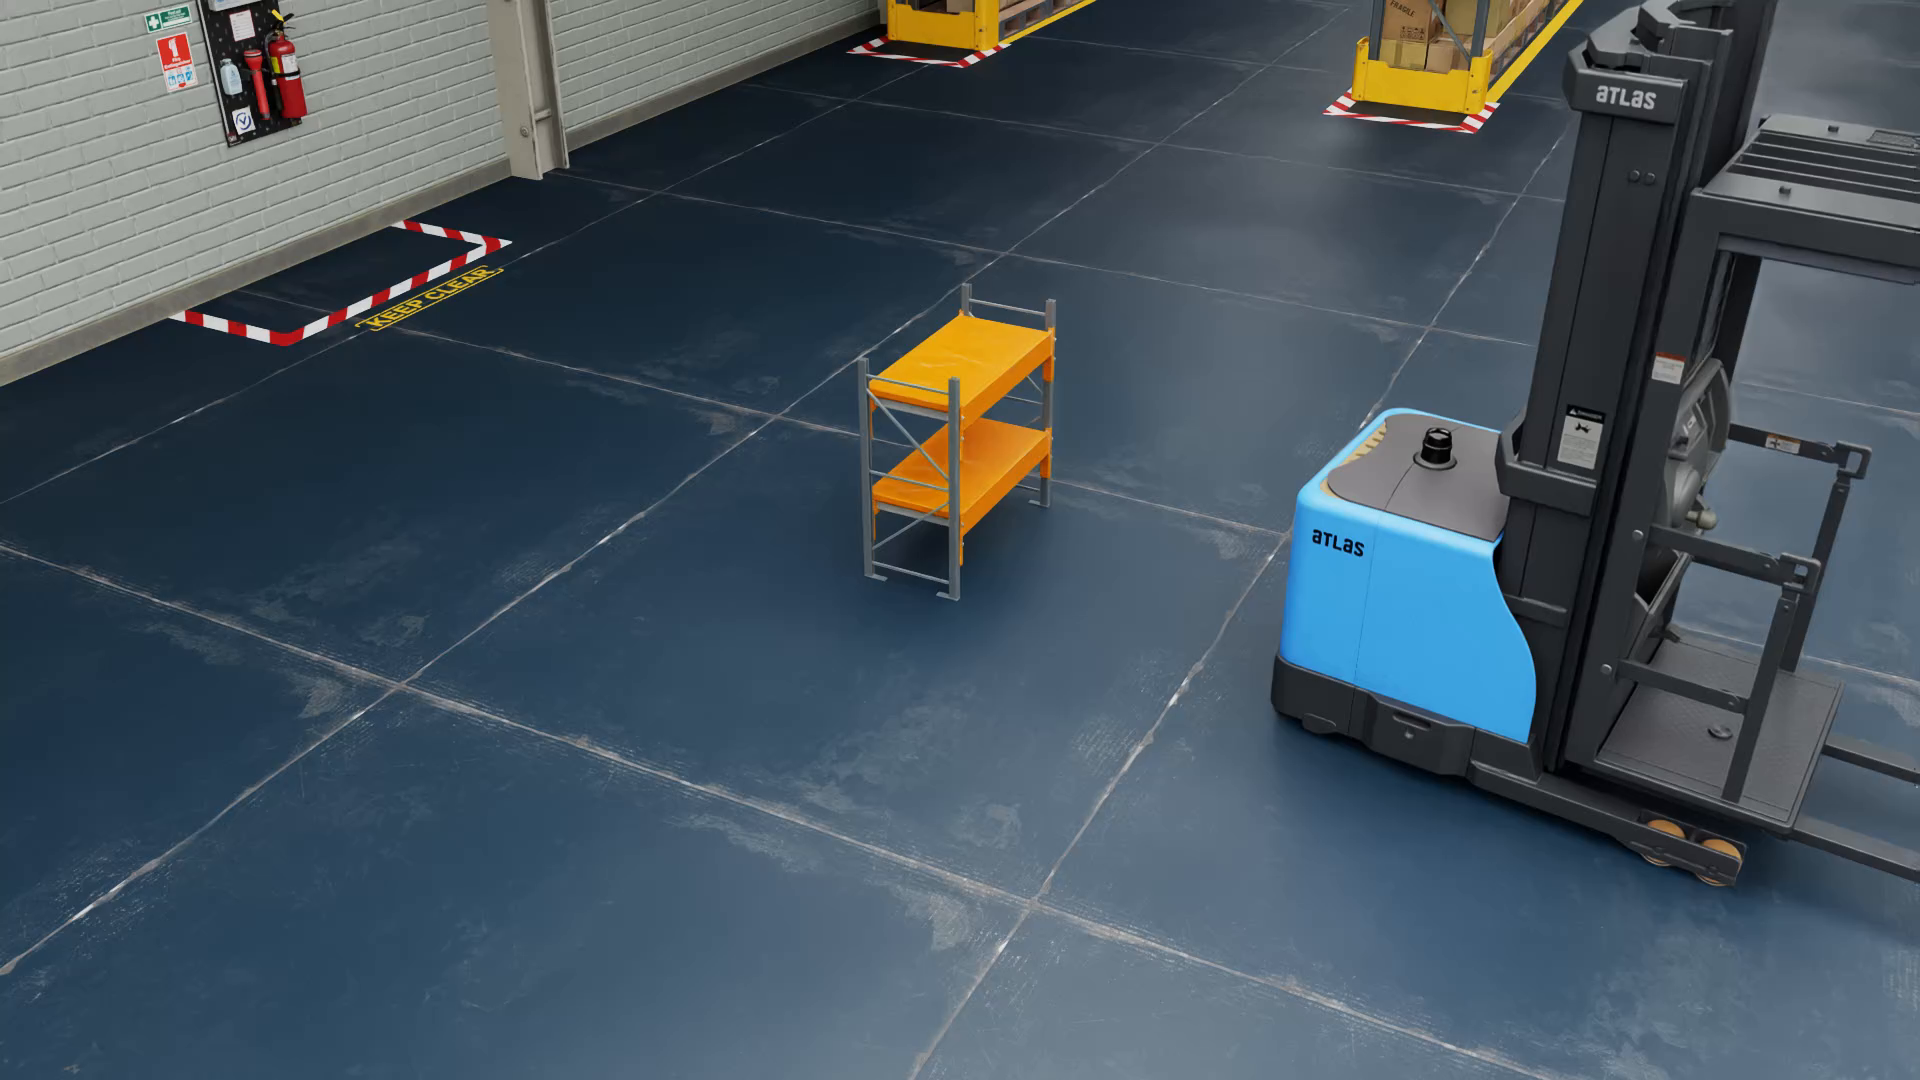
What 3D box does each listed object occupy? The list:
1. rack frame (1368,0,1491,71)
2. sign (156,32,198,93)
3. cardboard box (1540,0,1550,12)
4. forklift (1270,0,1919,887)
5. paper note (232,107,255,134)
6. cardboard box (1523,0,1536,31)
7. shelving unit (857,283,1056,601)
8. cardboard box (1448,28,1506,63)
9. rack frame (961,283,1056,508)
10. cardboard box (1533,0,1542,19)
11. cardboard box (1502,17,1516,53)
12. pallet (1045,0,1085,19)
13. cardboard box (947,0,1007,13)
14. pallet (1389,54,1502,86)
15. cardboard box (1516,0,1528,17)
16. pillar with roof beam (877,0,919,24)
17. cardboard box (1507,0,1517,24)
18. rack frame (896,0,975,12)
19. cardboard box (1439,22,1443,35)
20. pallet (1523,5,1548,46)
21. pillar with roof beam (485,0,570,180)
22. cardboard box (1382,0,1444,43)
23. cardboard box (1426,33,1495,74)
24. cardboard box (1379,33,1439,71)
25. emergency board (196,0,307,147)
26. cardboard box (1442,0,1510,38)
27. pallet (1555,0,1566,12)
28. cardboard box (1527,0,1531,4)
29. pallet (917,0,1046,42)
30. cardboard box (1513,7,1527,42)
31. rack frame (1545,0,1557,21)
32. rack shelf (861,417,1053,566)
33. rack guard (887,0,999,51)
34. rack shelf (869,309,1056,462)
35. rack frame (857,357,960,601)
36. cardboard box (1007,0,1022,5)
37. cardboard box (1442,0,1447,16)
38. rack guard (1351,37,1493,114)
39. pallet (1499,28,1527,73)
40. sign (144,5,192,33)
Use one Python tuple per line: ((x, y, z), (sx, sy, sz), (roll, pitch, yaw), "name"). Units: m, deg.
((4.195, -5.318, 14.498), (1.000, 3.000, 0.127), (14, 33, 23), "rack frame")
((-4.904, -2.993, 10.415), (0.001, 0.329, 0.234), (14, 33, 23), "sign")
((6.001, -5.826, 17.722), (0.500, 0.250, 0.500), (14, 33, 23), "cardboard box")
((2.802, -0.314, 5.854), (3.031, 2.935, 1.130), (19, 35, 29), "forklift")
((-4.702, -2.755, 10.920), (0.016, 0.148, 0.142), (14, 33, 23), "paper note")
((5.550, -5.381, 16.948), (0.500, 0.250, 0.500), (14, 33, 23), "cardboard box")
((0.003, -0.491, 7.975), (0.538, 1.125, 1.048), (14, 33, 23), "shelving unit")
((4.862, -4.717, 15.792), (0.500, 0.250, 0.500), (14, 33, 23), "cardboard box")
((0.235, -0.716, 8.368), (0.500, 1.125, 0.032), (14, 33, 23), "rack frame")
((5.764, -5.606, 17.340), (0.500, 0.250, 0.500), (14, 33, 23), "cardboard box")
((5.090, -4.939, 16.178), (0.500, 0.250, 0.500), (14, 33, 23), "cardboard box")
((0.777, -6.155, 18.757), (1.003, 0.211, 1.213), (14, 33, 23), "pallet")
((0.179, -5.751, 17.511), (0.500, 0.311, 0.500), (11, 32, 18), "cardboard box")
((4.507, -4.457, 15.799), (1.003, 0.211, 1.213), (14, 33, 23), "pallet")
((5.323, -5.484, 16.374), (0.500, 0.500, 0.500), (14, 33, 23), "cardboard box")
((3.165, -8.571, 14.140), (9.100, 9.000, 0.400), (14, 33, 23), "pillar with roof beam")
((5.080, -5.267, 15.995), (0.500, 0.500, 0.500), (14, 33, 23), "cardboard box")
((-0.216, -6.440, 16.452), (1.000, 3.000, 0.127), (14, 33, 23), "rack frame")
((4.394, -4.837, 16.000), (0.500, 0.250, 0.500), (14, 33, 23), "cardboard box")
((5.618, -5.539, 17.683), (1.003, 0.211, 1.213), (14, 33, 23), "pallet")
((0.432, -5.911, 9.508), (9.100, 9.000, 0.400), (14, 33, 23), "pillar with roof beam")
((4.175, -4.938, 15.423), (0.500, 0.500, 0.500), (14, 33, 23), "cardboard box")
((4.638, -4.495, 15.404), (0.500, 0.250, 0.500), (14, 33, 23), "cardboard box")
((4.177, -4.612, 15.609), (0.500, 0.250, 0.500), (14, 33, 23), "cardboard box")
((-4.560, -3.200, 10.810), (0.194, 1.169, 0.643), (14, 33, 23), "emergency board")
((4.864, -5.042, 15.604), (0.500, 0.500, 0.500), (14, 33, 23), "cardboard box")
((6.319, -6.217, 18.865), (1.003, 0.211, 1.213), (14, 33, 23), "pallet")
((5.538, -5.709, 16.766), (0.500, 0.500, 0.500), (14, 33, 23), "cardboard box")
((0.220, -5.616, 17.818), (1.003, 0.211, 1.213), (14, 33, 23), "pallet")
((5.323, -5.159, 16.562), (0.500, 0.250, 0.500), (14, 33, 23), "cardboard box")
((6.018, -7.091, 17.586), (1.000, 3.000, 0.127), (14, 33, 23), "rack frame")
((0.003, -0.279, 8.097), (0.538, 0.278, 1.000), (14, 33, 23), "rack shelf")
((-0.181, -5.390, 17.133), (1.175, 0.500, 0.348), (14, 33, 23), "rack guard")
((0.003, -0.745, 7.829), (0.538, 0.278, 1.000), (14, 33, 23), "rack shelf")
((-0.228, -0.265, 7.583), (0.500, 1.125, 0.032), (14, 33, 23), "rack frame")
((0.439, -6.004, 17.951), (0.500, 0.311, 0.500), (17, 34, 27), "cardboard box")
((4.617, -5.385, 16.201), (0.500, 0.500, 0.500), (14, 33, 23), "cardboard box")
((4.185, -4.223, 15.102), (1.175, 0.500, 0.348), (14, 33, 23), "rack guard")
((5.063, -4.996, 16.738), (1.003, 0.211, 1.213), (14, 33, 23), "pallet")
((-4.894, -3.223, 10.283), (0.001, 0.109, 0.331), (14, 33, 23), "sign")
